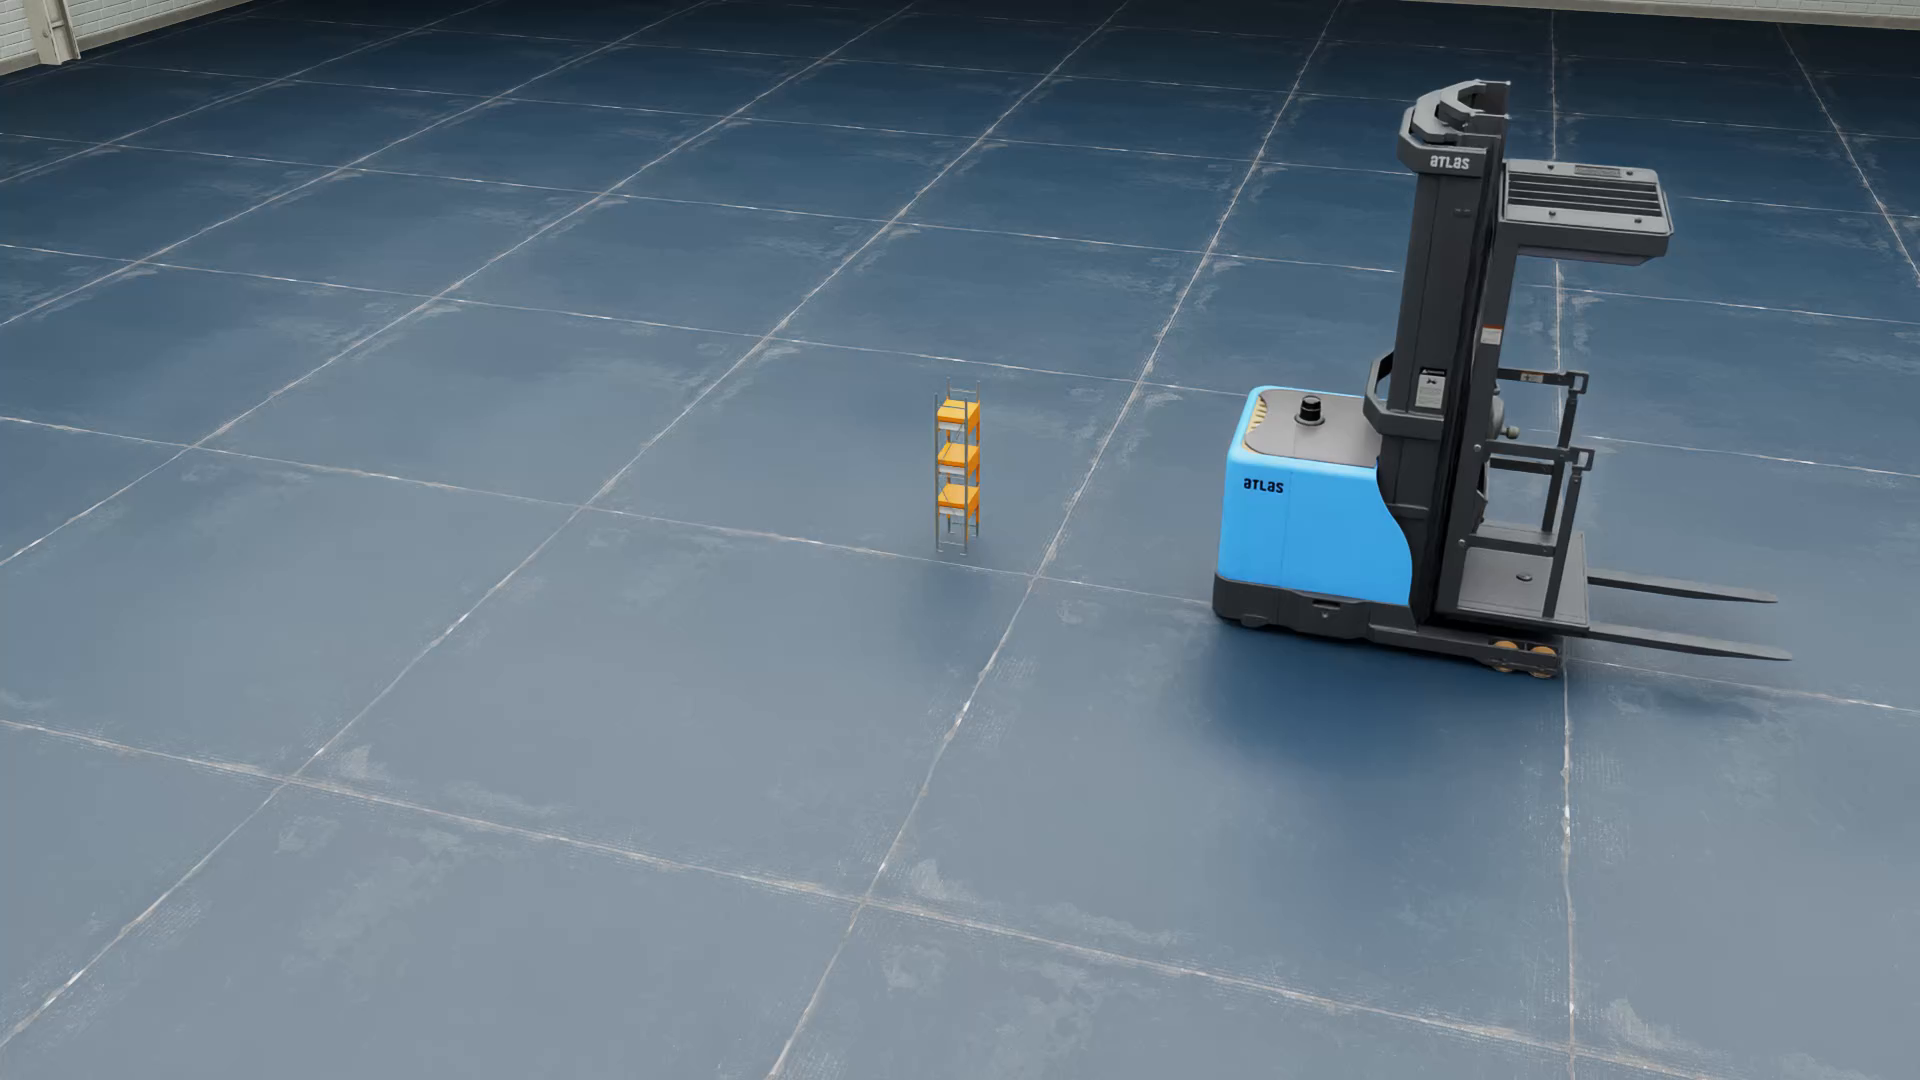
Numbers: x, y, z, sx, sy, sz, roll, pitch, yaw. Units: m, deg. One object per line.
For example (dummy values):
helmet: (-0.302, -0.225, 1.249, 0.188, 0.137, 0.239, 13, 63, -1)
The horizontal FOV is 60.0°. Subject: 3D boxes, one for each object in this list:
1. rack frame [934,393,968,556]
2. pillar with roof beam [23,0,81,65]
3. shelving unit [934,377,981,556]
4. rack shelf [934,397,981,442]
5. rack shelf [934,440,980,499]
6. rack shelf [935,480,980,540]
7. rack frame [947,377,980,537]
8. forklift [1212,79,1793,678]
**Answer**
rack frame: (-0.052, -0.377, 9.883, 0.200, 1.050, 0.008, 8, 30, 15)
pillar with roof beam: (-7.432, -9.469, 18.051, 9.100, 9.000, 0.400, 8, 30, 15)
shelving unit: (-0.016, -0.434, 9.985, 0.215, 1.050, 0.252, 8, 30, 15)
rack shelf: (-0.016, -0.673, 9.852, 0.215, 0.259, 0.240, 8, 30, 15)
rack shelf: (-0.016, -0.425, 9.990, 0.215, 0.259, 0.240, 8, 30, 15)
rack shelf: (-0.016, -0.182, 10.126, 0.215, 0.259, 0.240, 8, 30, 15)
rack frame: (0.020, -0.491, 10.087, 0.200, 1.050, 0.008, 8, 30, 15)
forklift: (3.006, -0.828, 8.759, 3.031, 2.935, 1.130, 8, 30, 15)
